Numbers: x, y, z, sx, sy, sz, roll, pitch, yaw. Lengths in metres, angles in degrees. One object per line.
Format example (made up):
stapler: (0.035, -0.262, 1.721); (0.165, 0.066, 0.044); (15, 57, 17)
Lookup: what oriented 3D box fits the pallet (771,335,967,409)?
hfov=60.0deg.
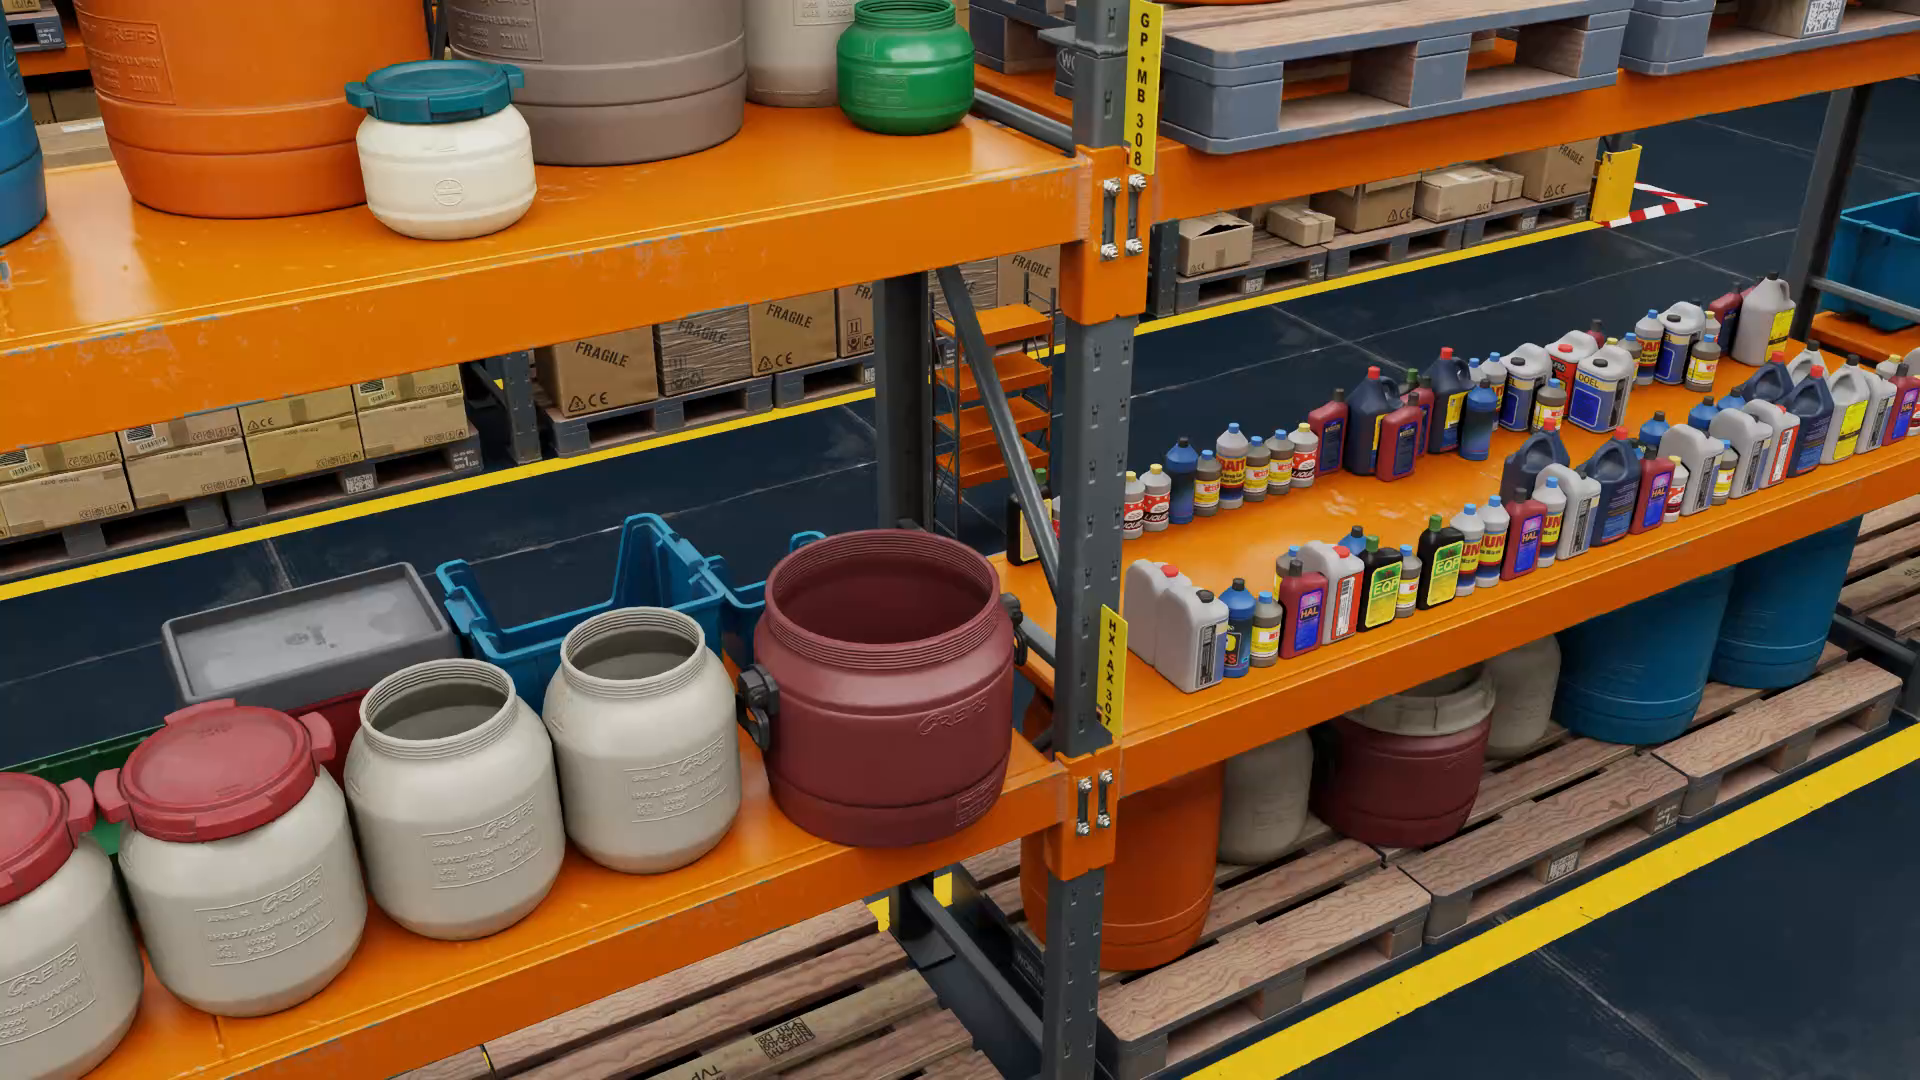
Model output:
pallet: (-0.721, -1.152, 9.618); (1.213, 0.211, 1.003); (-16, 33, -26)

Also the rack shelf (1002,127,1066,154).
rack shelf: (-0.710, -2.083, 9.165); (4.000, 0.370, 1.077); (-16, 33, -26)

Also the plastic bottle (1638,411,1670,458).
plastic bottle: (2.199, -0.281, 5.288); (0.097, 0.271, 0.097); (0, 29, 0)

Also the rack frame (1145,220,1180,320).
rack frame: (1.014, -2.888, 9.878); (0.127, 3.000, 1.000); (-16, 33, -26)

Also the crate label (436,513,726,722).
crate label: (-0.922, 0.271, 4.118); (0.616, 0.435, 0.502); (-16, 33, -26)

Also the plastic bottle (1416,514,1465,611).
plastic bottle: (1.345, 0.052, 4.672); (0.133, 0.283, 0.061); (-16, 33, -26)

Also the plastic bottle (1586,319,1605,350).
plastic bottle: (2.222, -0.643, 5.931); (0.133, 0.283, 0.061); (-16, 33, -26)

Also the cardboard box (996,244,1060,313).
cardboard box: (0.303, -1.628, 9.728); (0.500, 0.500, 0.500); (-16, 33, -26)

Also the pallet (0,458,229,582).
pallet: (-4.215, -0.206, 7.905); (1.213, 0.211, 1.003); (-16, 33, -26)

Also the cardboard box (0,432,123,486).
cardboard box: (-4.076, -0.529, 7.436); (0.500, 0.311, 0.500); (-15, 32, -25)

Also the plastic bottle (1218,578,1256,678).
plastic bottle: (0.722, 0.224, 4.373); (0.097, 0.271, 0.097); (0, 29, 0)

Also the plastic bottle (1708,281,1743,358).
plastic bottle: (2.873, -0.828, 6.266); (0.133, 0.283, 0.061); (-16, 33, -26)

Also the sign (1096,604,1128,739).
sign: (0.356, 0.312, 3.912); (0.005, 0.325, 0.100); (-16, 33, -26)

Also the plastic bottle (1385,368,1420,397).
plastic bottle: (1.464, -0.428, 5.541); (0.133, 0.283, 0.061); (-16, 33, -26)

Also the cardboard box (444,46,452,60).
cardboard box: (-4.247, -3.339, 12.487); (0.750, 0.750, 0.750); (-16, 33, -27)

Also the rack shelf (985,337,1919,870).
rack shelf: (1.796, -0.019, 5.424); (4.000, 0.370, 1.077); (-16, 33, -26)

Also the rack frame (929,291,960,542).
rack frame: (-0.068, -0.506, 7.425); (0.015, 1.200, 0.240); (-16, 33, -26)

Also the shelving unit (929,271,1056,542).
shelving unit: (0.143, -0.566, 7.534); (0.503, 1.200, 0.258); (-16, 33, -26)

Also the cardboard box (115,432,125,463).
cardboard box: (-3.913, -0.630, 8.198); (0.500, 0.250, 0.500); (-17, 33, -28)

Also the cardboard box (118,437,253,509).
cardboard box: (-3.642, -0.409, 7.798); (0.500, 0.250, 0.500); (-15, 32, -25)

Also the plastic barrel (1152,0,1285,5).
plastic barrel: (0.563, -1.667, 3.683); (0.708, 0.830, 0.600); (-16, 33, -26)

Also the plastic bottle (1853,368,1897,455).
plastic bottle: (3.029, -0.449, 5.587); (0.135, 0.276, 0.152); (-16, 33, -26)

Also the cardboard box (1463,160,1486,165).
cardboard box: (3.419, -2.718, 11.962); (0.500, 0.250, 0.500); (-16, 33, -26)

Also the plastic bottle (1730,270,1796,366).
plastic bottle: (3.018, -0.841, 6.220); (0.185, 0.351, 0.144); (-16, 33, -26)

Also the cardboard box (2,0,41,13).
cardboard box: (-6.410, -3.774, 10.926); (0.500, 0.500, 0.700); (-16, 33, -26)

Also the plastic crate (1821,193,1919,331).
plastic crate: (3.750, -1.099, 6.592); (0.575, 0.384, 0.392); (-16, 33, -26)

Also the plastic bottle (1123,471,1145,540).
plastic bottle: (0.512, -0.111, 5.053); (0.097, 0.201, 0.097); (0, 29, 0)

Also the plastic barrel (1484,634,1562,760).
plastic barrel: (1.900, 0.482, 5.912); (0.421, 0.512, 0.421); (0, 29, 0)

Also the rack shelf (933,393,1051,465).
rack shelf: (0.143, -0.507, 7.566); (0.480, 0.148, 0.258); (-16, 33, -26)

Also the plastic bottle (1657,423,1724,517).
plastic bottle: (2.279, -0.235, 5.201); (0.135, 0.276, 0.152); (-16, 33, -26)

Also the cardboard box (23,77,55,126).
cardboard box: (-6.506, -2.959, 11.362); (0.500, 0.250, 0.500); (-16, 33, -27)

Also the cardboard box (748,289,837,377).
cardboard box: (-1.014, -1.250, 9.043); (0.500, 0.500, 0.500); (-16, 33, -27)

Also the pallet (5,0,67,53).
pallet: (-6.633, -3.386, 10.979); (1.213, 0.211, 1.003); (-16, 33, -26)

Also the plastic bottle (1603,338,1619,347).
plastic bottle: (2.331, -0.628, 5.989); (0.097, 0.201, 0.097); (0, 29, 0)

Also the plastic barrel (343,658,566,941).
plastic barrel: (-1.070, 0.551, 3.532); (0.421, 0.512, 0.421); (0, 29, 0)

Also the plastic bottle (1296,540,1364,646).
plastic bottle: (1.007, 0.125, 4.547); (0.135, 0.276, 0.152); (-16, 33, -26)

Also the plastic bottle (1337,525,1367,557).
plastic bottle: (1.090, 0.085, 4.624); (0.097, 0.271, 0.097); (0, 29, 0)

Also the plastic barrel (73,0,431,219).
plastic barrel: (-1.310, -1.075, 3.044); (0.708, 0.830, 0.600); (-16, 33, -26)

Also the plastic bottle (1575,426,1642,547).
plastic bottle: (1.944, -0.171, 5.006); (0.185, 0.351, 0.144); (-16, 33, -26)

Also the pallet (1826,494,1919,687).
pallet: (4.135, 0.201, 7.167); (1.213, 0.211, 1.003); (-16, 33, -26)

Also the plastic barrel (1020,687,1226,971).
plastic barrel: (0.485, 0.795, 5.016); (0.708, 0.830, 0.600); (-16, 33, -26)

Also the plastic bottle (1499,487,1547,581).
plastic bottle: (1.628, -0.028, 4.818); (0.133, 0.283, 0.061); (-16, 33, -26)

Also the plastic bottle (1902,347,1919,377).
plastic bottle: (3.344, -0.538, 5.749); (0.135, 0.276, 0.152); (-16, 33, -26)

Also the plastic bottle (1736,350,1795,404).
plastic bottle: (2.661, -0.455, 5.522); (0.185, 0.351, 0.144); (-16, 33, -26)

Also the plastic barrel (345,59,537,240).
plastic barrel: (-0.907, -0.689, 2.932); (0.301, 0.262, 0.301); (0, 29, 0)

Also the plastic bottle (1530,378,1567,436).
plastic bottle: (2.009, -0.451, 5.669); (0.097, 0.201, 0.097); (0, 29, 0)

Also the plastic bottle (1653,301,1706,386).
plastic bottle: (2.613, -0.725, 6.088); (0.135, 0.276, 0.152); (-16, 33, -26)

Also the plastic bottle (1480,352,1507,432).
plastic bottle: (1.816, -0.512, 5.707); (0.097, 0.271, 0.097); (0, 29, 0)

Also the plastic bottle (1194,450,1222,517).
plastic bottle: (0.764, -0.183, 5.182); (0.097, 0.201, 0.097); (0, 29, 0)

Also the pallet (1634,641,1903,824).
pallet: (2.834, 0.569, 6.501); (1.213, 0.211, 1.003); (-16, 33, -26)

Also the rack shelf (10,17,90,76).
rack shelf: (-6.672, -3.167, 11.129); (4.000, 0.370, 1.077); (-16, 33, -26)

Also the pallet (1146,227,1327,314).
pallet: (1.607, -1.835, 10.856); (1.213, 0.211, 1.003); (-16, 33, -26)

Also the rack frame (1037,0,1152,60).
rack frame: (0.072, -2.471, 2.914); (0.127, 3.000, 1.000); (-16, 33, -26)

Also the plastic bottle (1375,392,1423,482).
plastic bottle: (1.422, -0.335, 5.373); (0.133, 0.283, 0.061); (-16, 33, -26)

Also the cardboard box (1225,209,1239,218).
cardboard box: (1.655, -2.207, 11.139); (0.250, 0.149, 0.380); (-16, 33, -26)

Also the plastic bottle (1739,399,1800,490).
plastic bottle: (2.595, -0.325, 5.363); (0.135, 0.276, 0.152); (-16, 33, -26)

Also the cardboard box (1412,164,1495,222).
cardboard box: (3.285, -2.400, 11.385); (0.500, 0.250, 0.500); (-16, 33, -26)

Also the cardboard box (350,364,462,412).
cardboard box: (-2.761, -0.903, 8.113); (0.500, 0.311, 0.500); (-15, 32, -25)

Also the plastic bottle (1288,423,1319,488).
plastic bottle: (1.099, -0.278, 5.355); (0.097, 0.201, 0.097); (0, 29, 0)
